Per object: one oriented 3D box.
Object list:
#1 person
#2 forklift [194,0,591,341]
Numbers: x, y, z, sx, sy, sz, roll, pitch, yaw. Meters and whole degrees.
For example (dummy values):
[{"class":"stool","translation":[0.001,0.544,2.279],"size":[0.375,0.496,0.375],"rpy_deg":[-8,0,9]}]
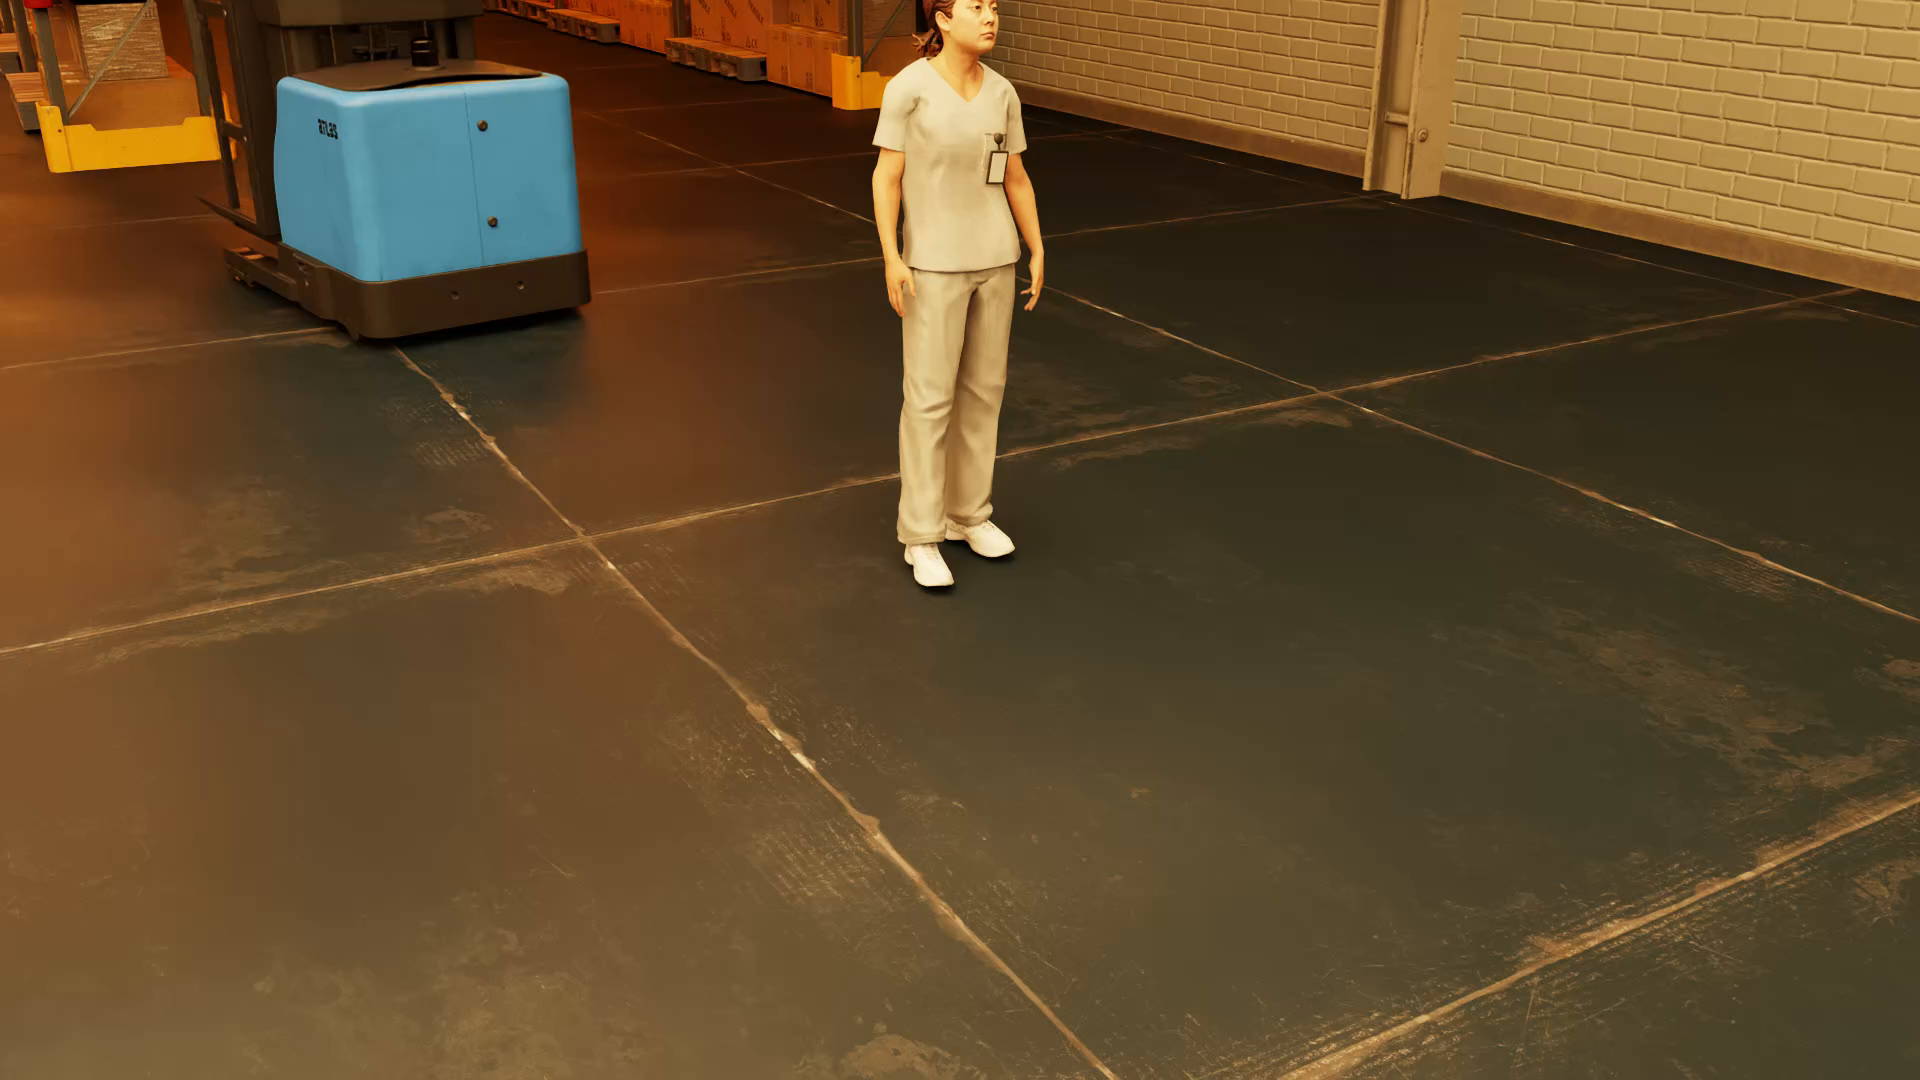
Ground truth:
[{"class":"person","translation":[0.025,-0.755,4.748],"size":[0.549,1.673,0.548],"rpy_deg":[-12,25,-28]},{"class":"forklift","translation":[-3.007,-2.694,7.838],"size":[1.130,2.935,3.031],"rpy_deg":[-17,28,-36]}]
